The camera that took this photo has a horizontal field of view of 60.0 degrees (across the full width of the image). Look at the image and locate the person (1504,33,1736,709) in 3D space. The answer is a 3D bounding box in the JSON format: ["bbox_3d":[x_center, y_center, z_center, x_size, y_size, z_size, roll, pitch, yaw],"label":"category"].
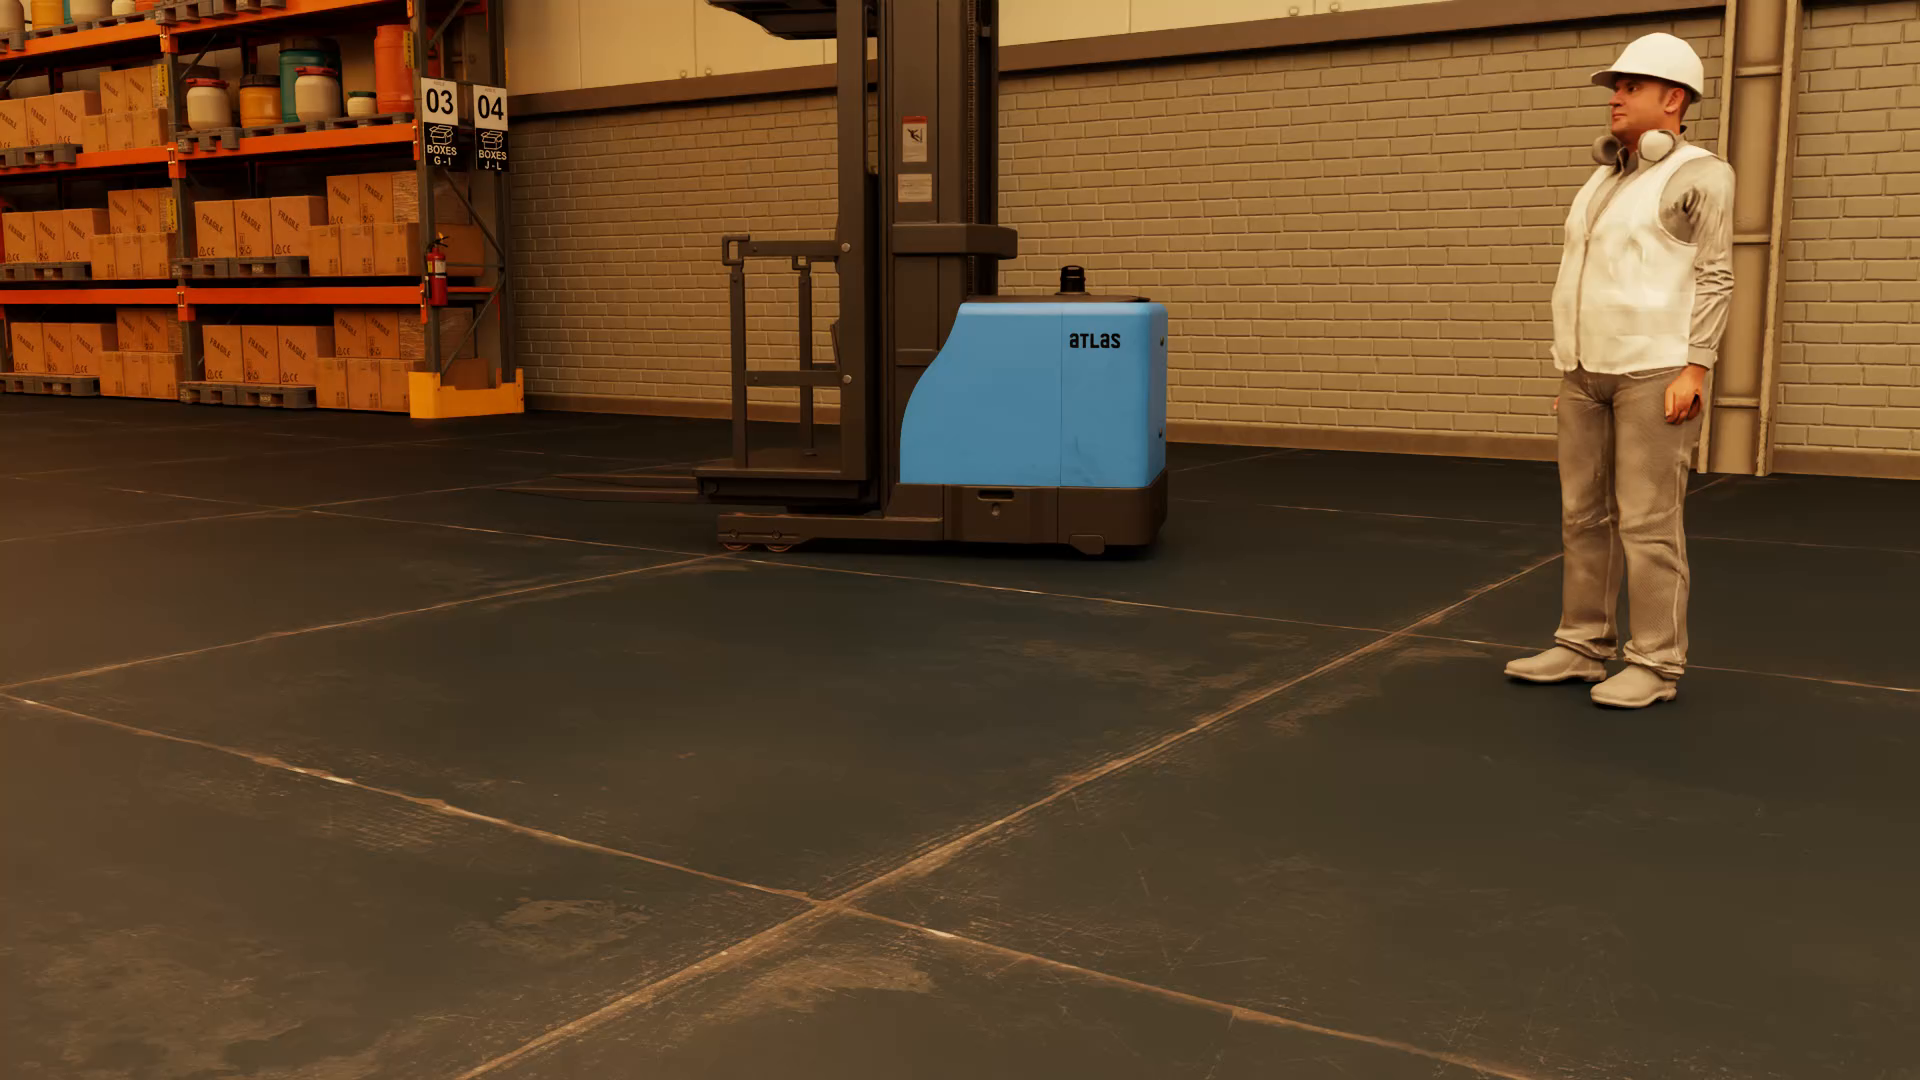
[{"bbox_3d":[1.806,-0.453,4.495,0.369,1.777,0.526,-3,9,-21],"label":"person"}]

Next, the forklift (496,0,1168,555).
[{"bbox_3d":[-0.596,-1.469,7.520,3.031,2.935,1.130,2,8,12],"label":"forklift"}]
